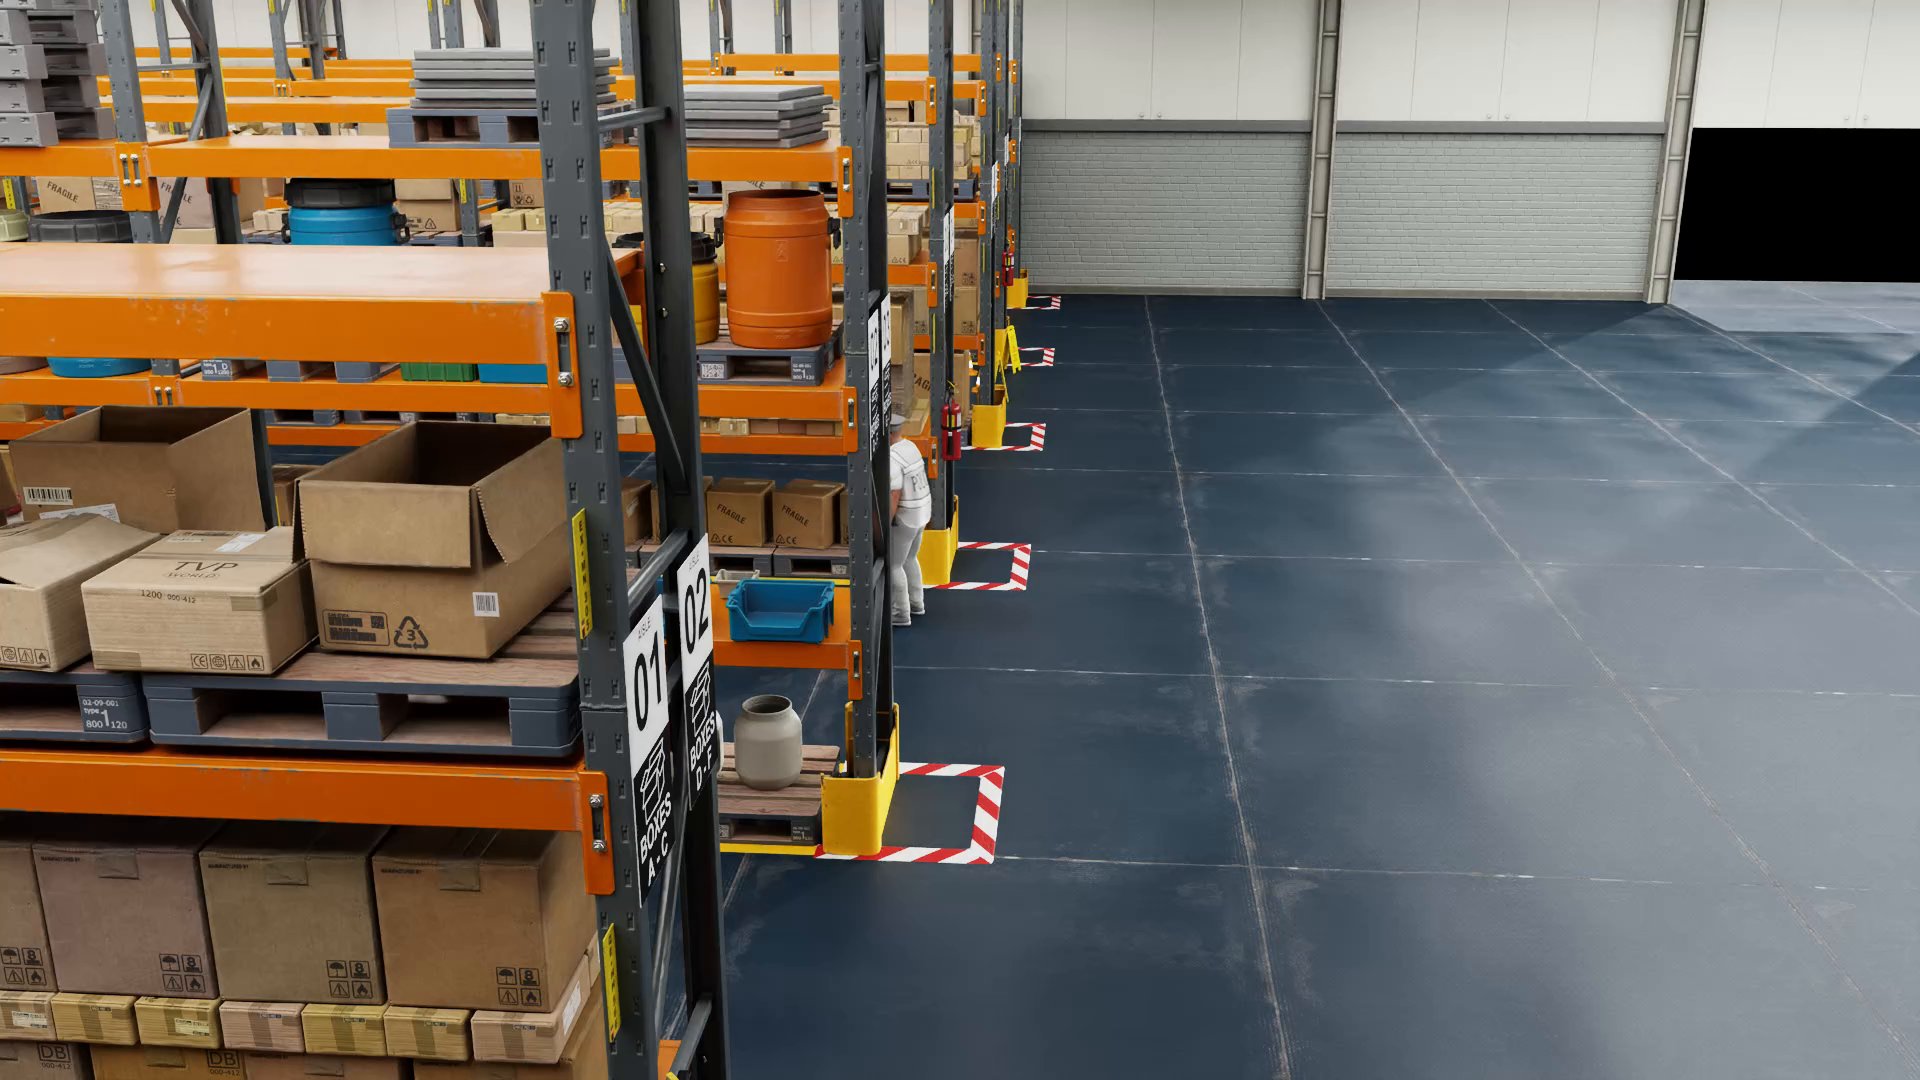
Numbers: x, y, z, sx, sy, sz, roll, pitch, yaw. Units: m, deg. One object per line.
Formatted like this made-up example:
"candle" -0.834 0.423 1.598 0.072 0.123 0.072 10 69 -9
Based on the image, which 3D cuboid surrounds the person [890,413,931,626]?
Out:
"person" -0.473 -0.167 13.570 0.435 1.748 0.593 7 19 21
